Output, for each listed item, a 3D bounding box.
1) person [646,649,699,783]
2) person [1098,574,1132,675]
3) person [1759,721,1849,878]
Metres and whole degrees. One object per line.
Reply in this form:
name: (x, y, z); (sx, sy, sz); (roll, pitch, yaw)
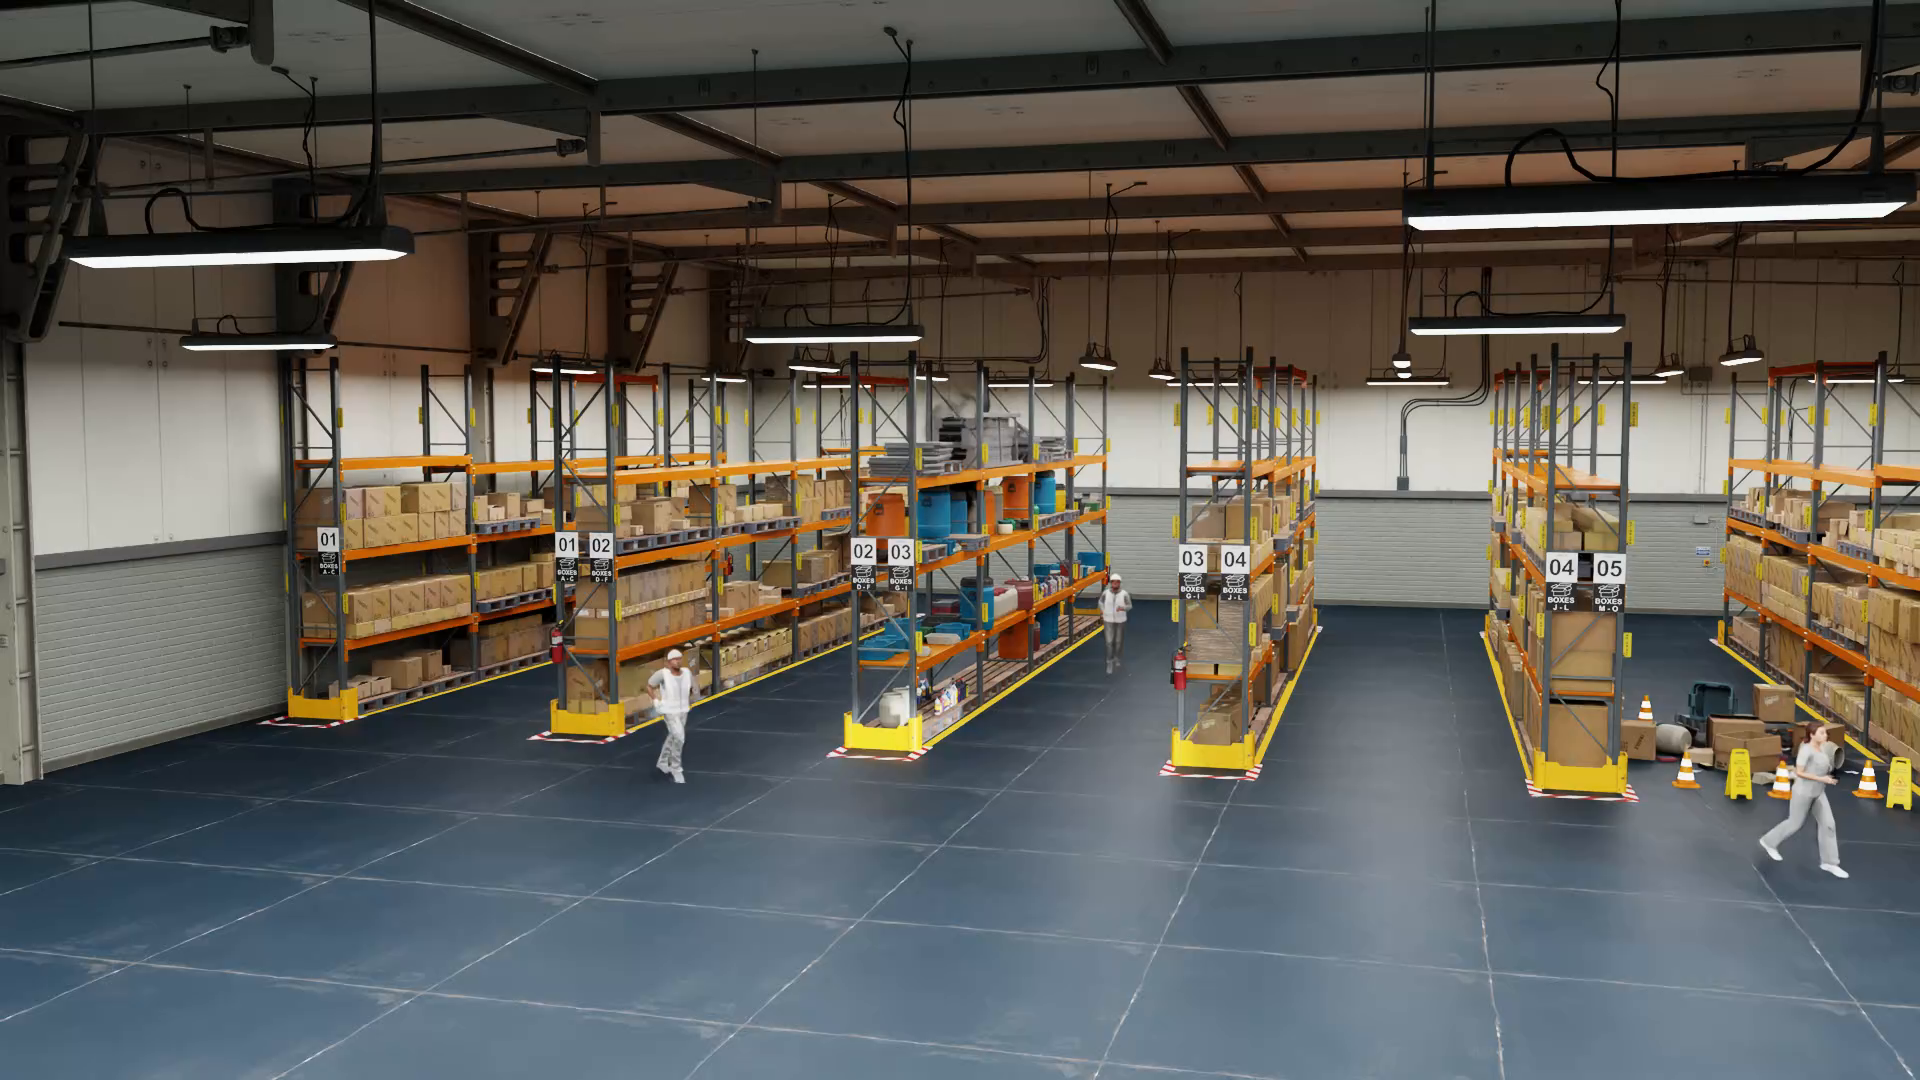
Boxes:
person: (-3.946, 2.432, 23.086); (0.786, 1.852, 0.645); (4, 6, 43)
person: (2.897, 1.564, 31.088); (0.648, 1.864, 0.682); (1, 4, 8)
person: (9.330, 2.819, 18.350); (0.539, 1.650, 0.967); (-2, 5, -30)
